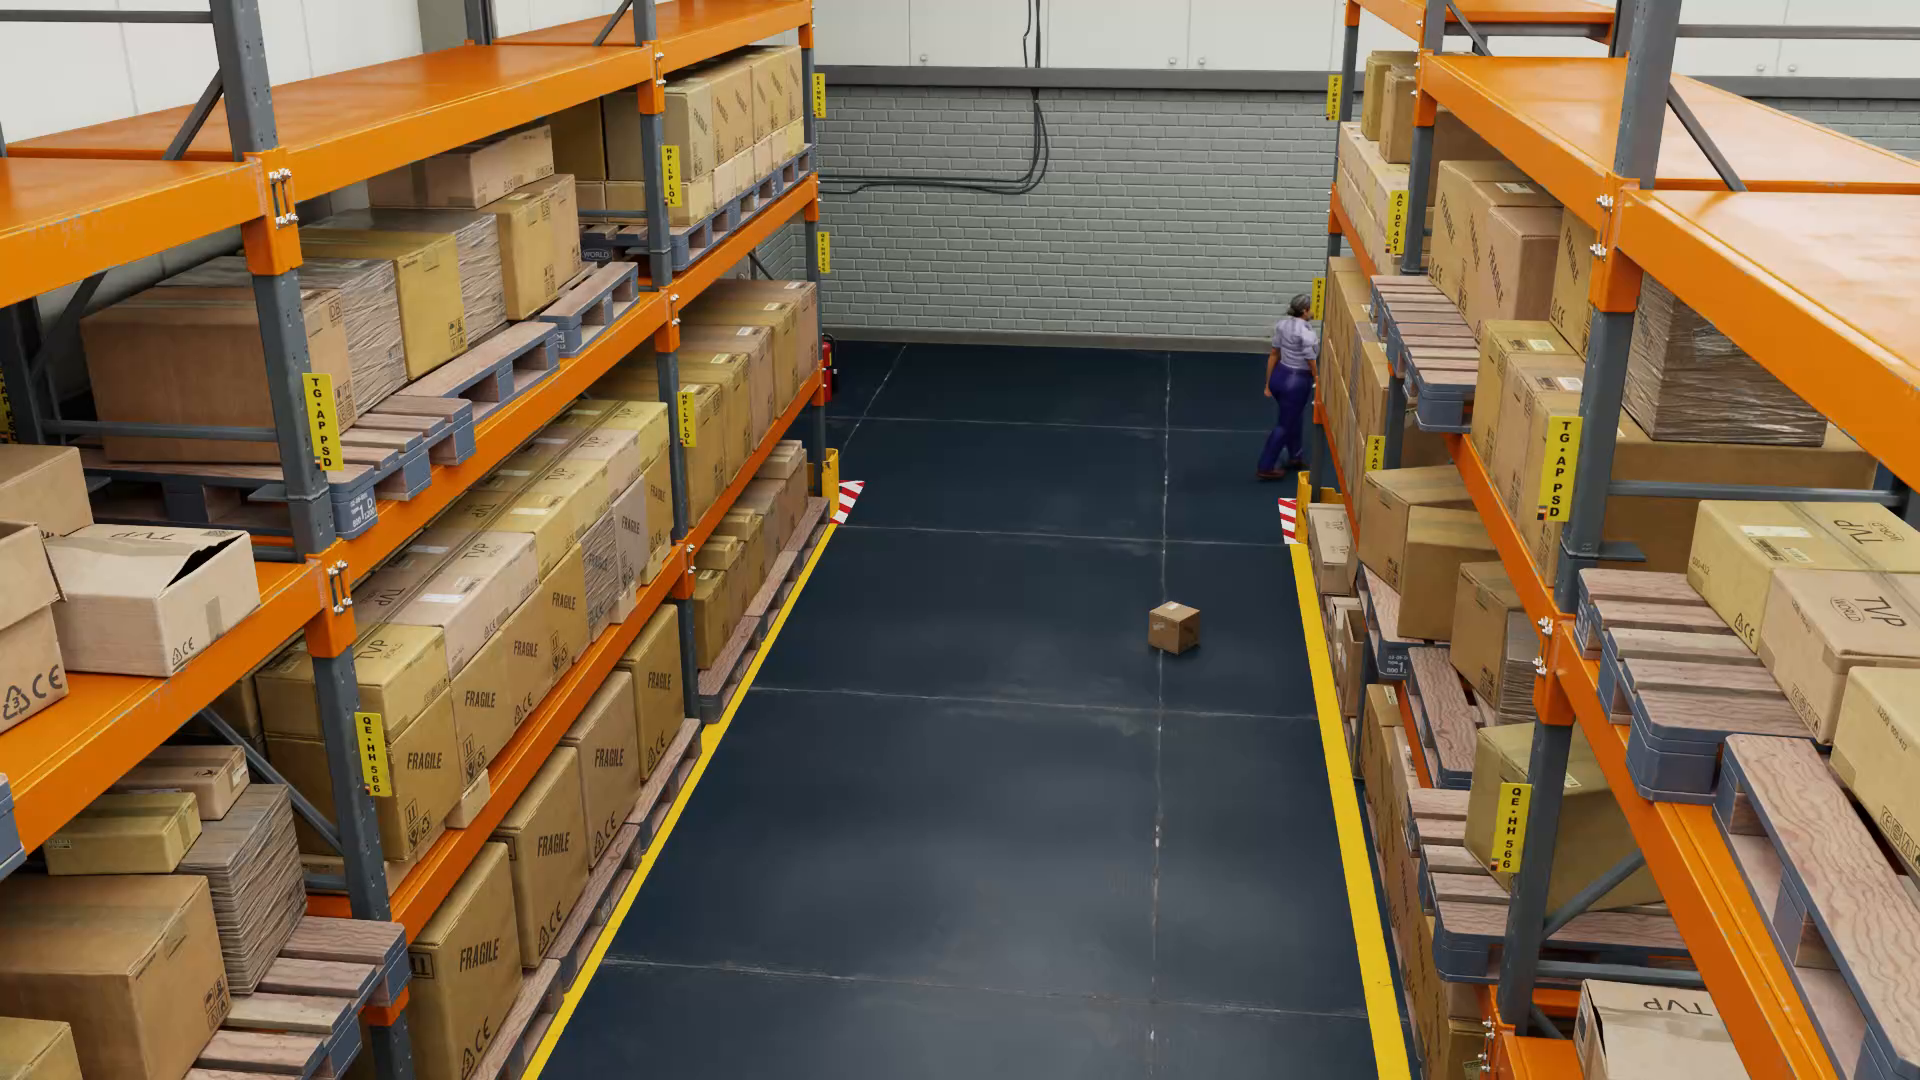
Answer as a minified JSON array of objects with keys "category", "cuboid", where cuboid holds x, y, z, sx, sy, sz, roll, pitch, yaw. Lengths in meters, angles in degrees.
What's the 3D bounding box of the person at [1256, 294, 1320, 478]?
[{"category":"person","cuboid":[2.935,-1.318,14.506,0.703,1.687,0.526,-10,23,-24]}]
